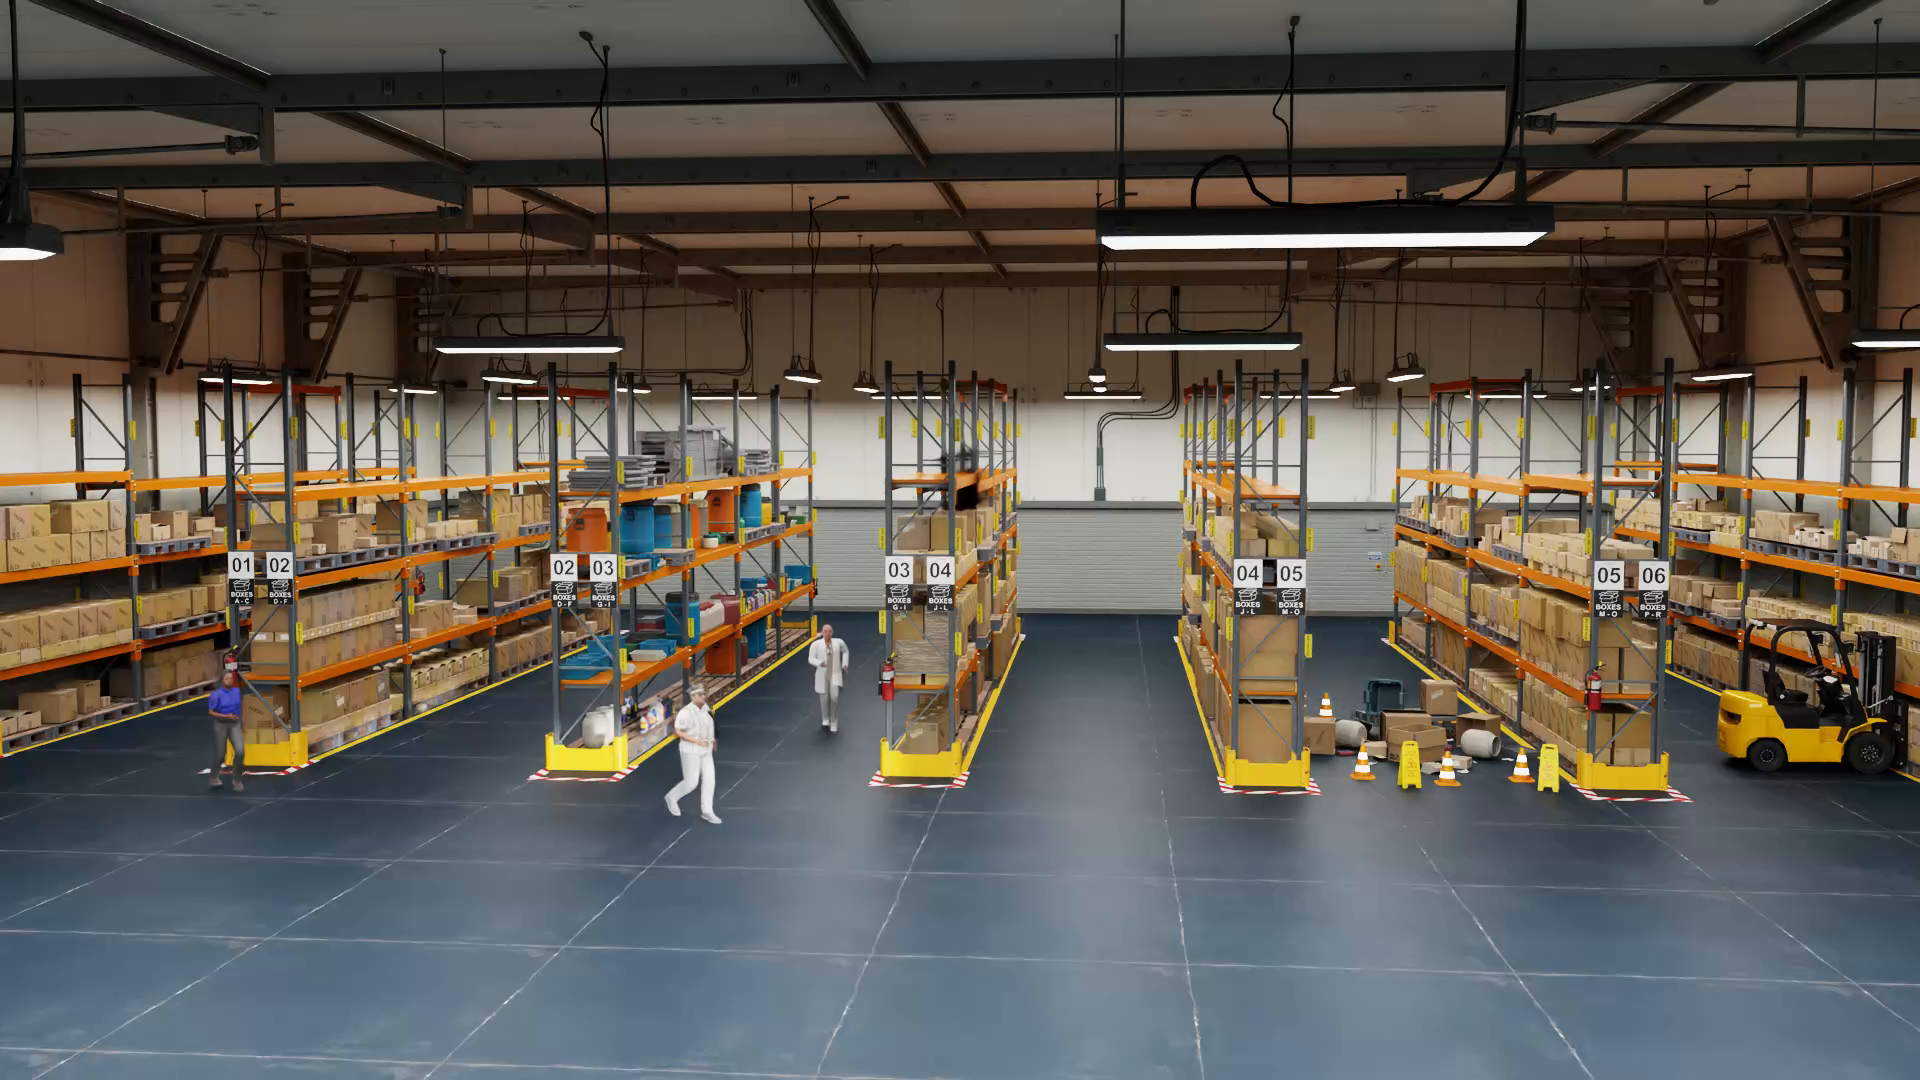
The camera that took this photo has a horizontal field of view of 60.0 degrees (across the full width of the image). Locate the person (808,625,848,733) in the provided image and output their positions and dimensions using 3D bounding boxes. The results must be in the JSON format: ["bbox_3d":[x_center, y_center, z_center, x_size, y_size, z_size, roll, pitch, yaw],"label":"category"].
[{"bbox_3d":[-2.186,2.304,27.659,0.668,1.807,0.877,0,4,-4],"label":"person"}]

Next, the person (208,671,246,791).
[{"bbox_3d":[-10.205,2.685,23.160,0.737,1.714,0.555,3,5,41],"label":"person"}]

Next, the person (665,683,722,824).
[{"bbox_3d":[-3.406,2.722,21.367,0.839,1.790,0.688,3,5,34],"label":"person"}]
